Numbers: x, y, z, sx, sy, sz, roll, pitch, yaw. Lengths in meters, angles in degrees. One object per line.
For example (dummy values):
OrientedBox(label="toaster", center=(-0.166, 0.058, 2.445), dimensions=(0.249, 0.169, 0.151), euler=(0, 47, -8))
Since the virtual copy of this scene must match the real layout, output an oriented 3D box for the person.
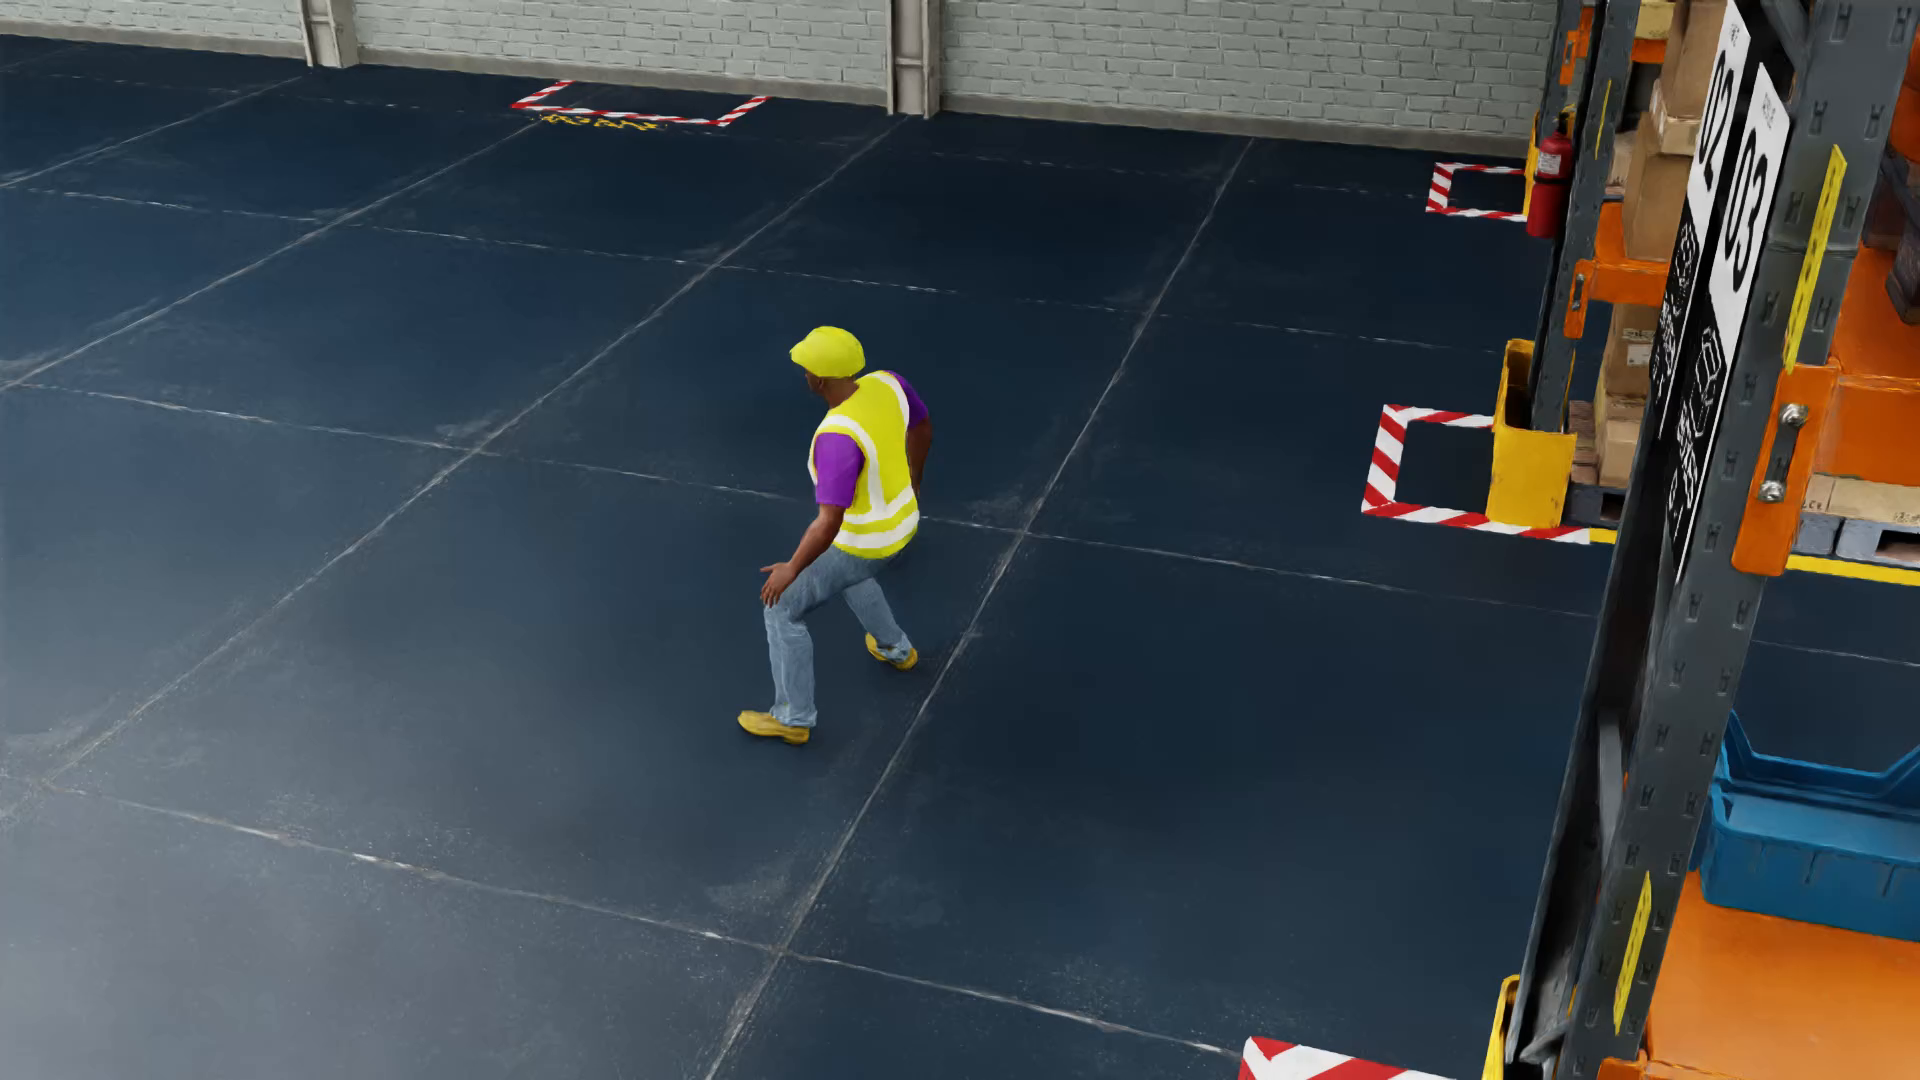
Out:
OrientedBox(label="person", center=(-0.470, -0.071, 6.388), dimensions=(0.545, 1.620, 0.894), euler=(14, 32, 23))
